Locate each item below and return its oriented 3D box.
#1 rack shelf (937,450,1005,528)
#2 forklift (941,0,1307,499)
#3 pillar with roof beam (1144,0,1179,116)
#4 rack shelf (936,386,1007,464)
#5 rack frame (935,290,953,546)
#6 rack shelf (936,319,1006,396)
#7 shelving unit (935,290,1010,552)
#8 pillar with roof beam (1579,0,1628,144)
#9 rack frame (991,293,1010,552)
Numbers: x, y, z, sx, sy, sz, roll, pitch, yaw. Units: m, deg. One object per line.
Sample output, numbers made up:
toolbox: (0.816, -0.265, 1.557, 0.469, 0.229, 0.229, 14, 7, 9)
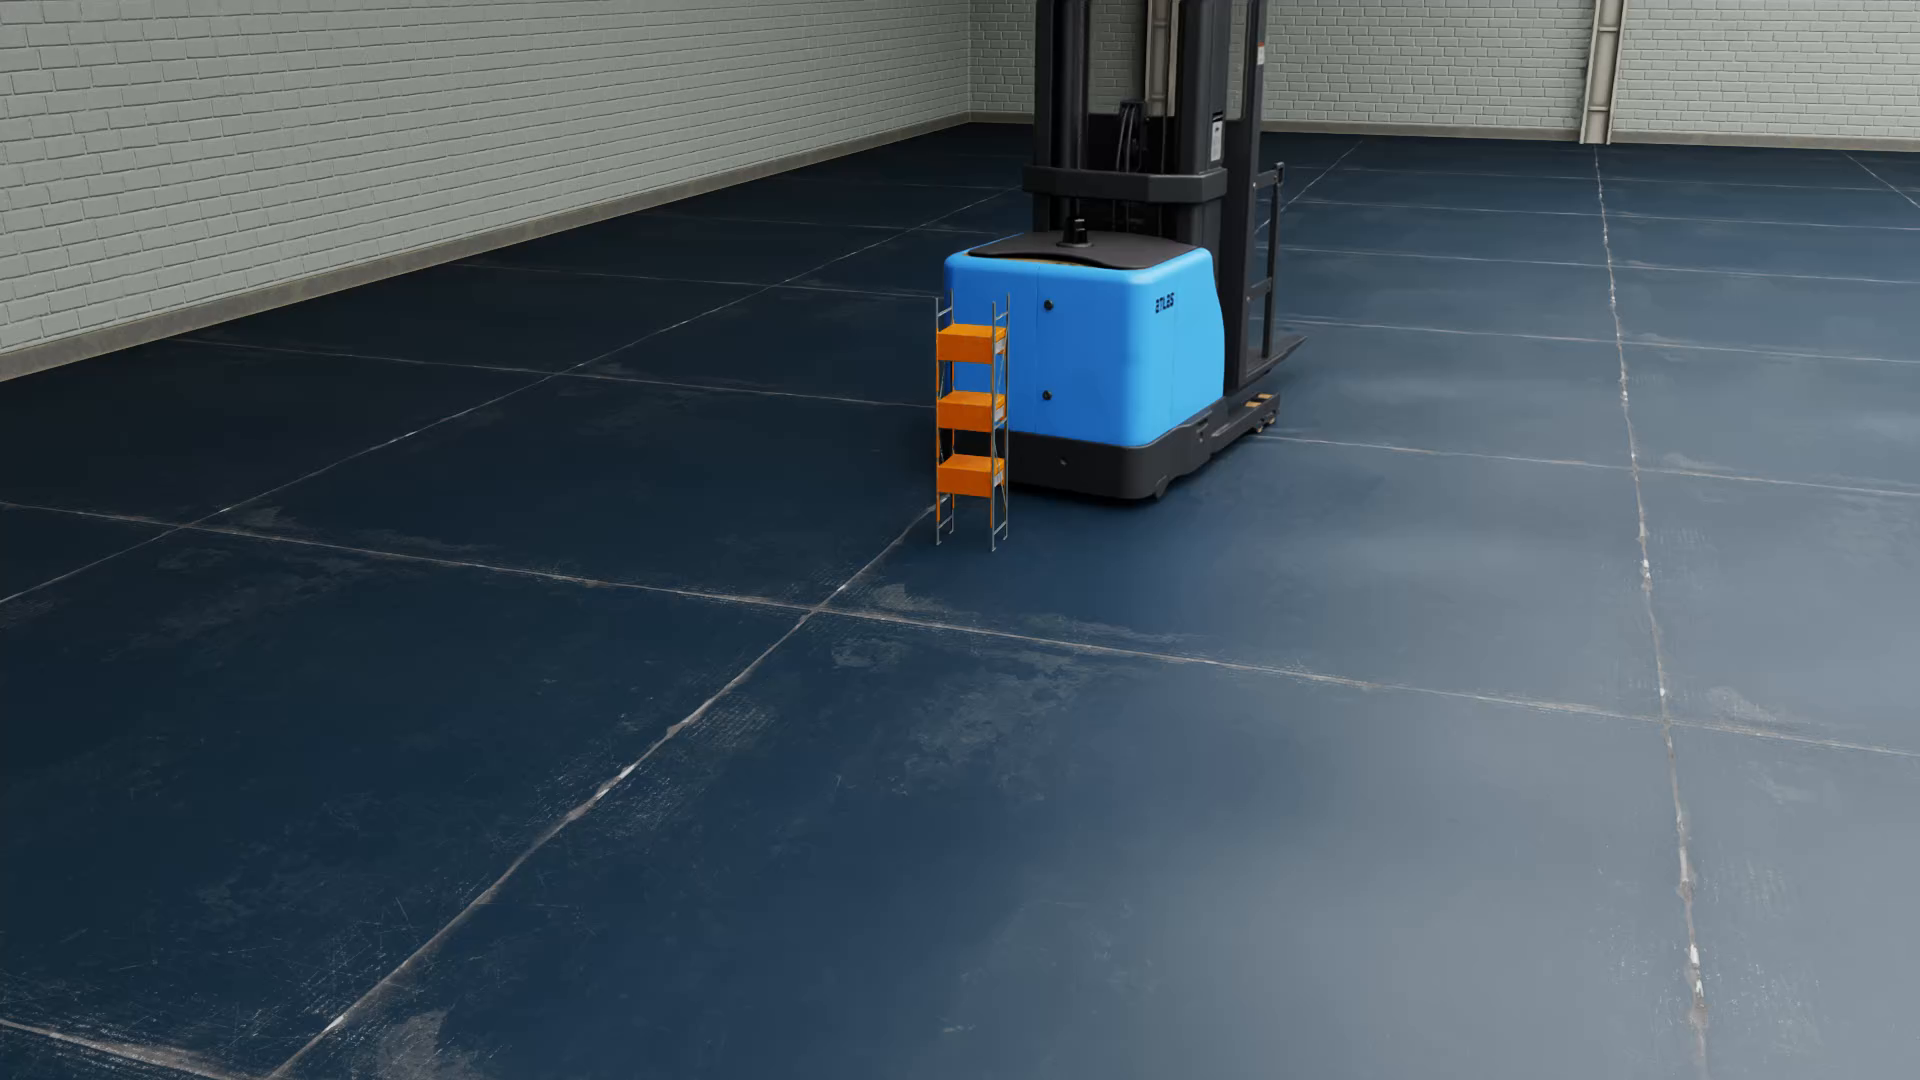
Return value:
rack shelf: (0.051, -0.218, 6.982, 0.240, 0.259, 0.215, 7, 20, 18)
forklift: (1.051, -2.004, 8.371, 1.130, 2.935, 3.031, 10, 22, 27)
pillar with roof beam: (1.502, -8.934, 19.034, 0.400, 9.000, 9.100, 7, 20, 18)
rack shelf: (0.051, -0.480, 6.890, 0.240, 0.259, 0.215, 7, 20, 18)
rack frame: (-0.065, -0.503, 6.925, 0.008, 1.050, 0.200, 7, 20, 18)
rack shelf: (0.051, -0.748, 6.797, 0.240, 0.259, 0.215, 7, 20, 18)
shelving unit: (0.051, -0.490, 6.887, 0.252, 1.050, 0.215, 7, 20, 18)
pillar with roof beam: (7.170, -8.285, 17.174, 0.400, 9.000, 9.100, 7, 20, 18)
rack frame: (0.166, -0.477, 6.849, 0.008, 1.050, 0.200, 7, 20, 18)
